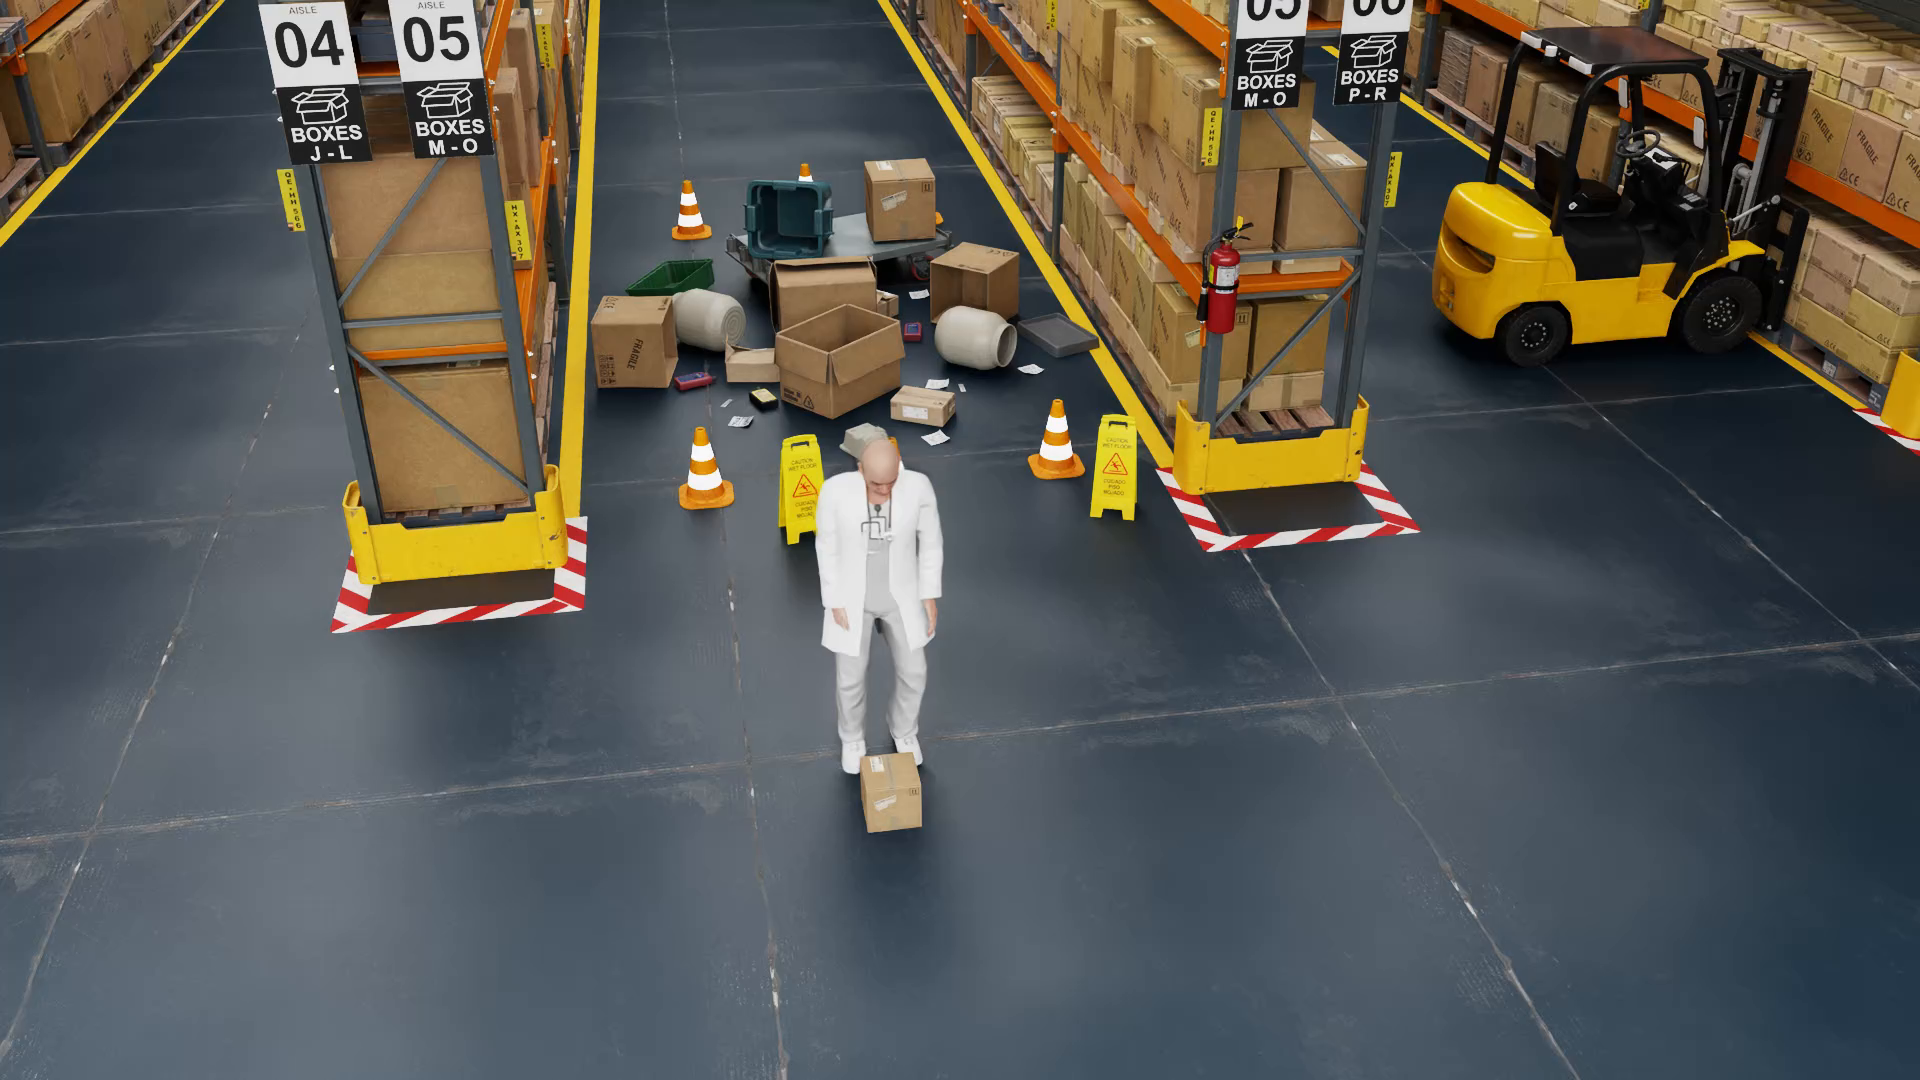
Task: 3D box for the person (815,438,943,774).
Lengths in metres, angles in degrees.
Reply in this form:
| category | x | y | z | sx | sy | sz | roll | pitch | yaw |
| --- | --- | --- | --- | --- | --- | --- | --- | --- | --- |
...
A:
| category | x | y | z | sx | sy | sz | roll | pitch | yaw |
| --- | --- | --- | --- | --- | --- | --- | --- | --- | --- |
| person | -0.365 | 0.284 | 7.731 | 0.587 | 1.731 | 0.409 | -5 | 31 | -8 |
